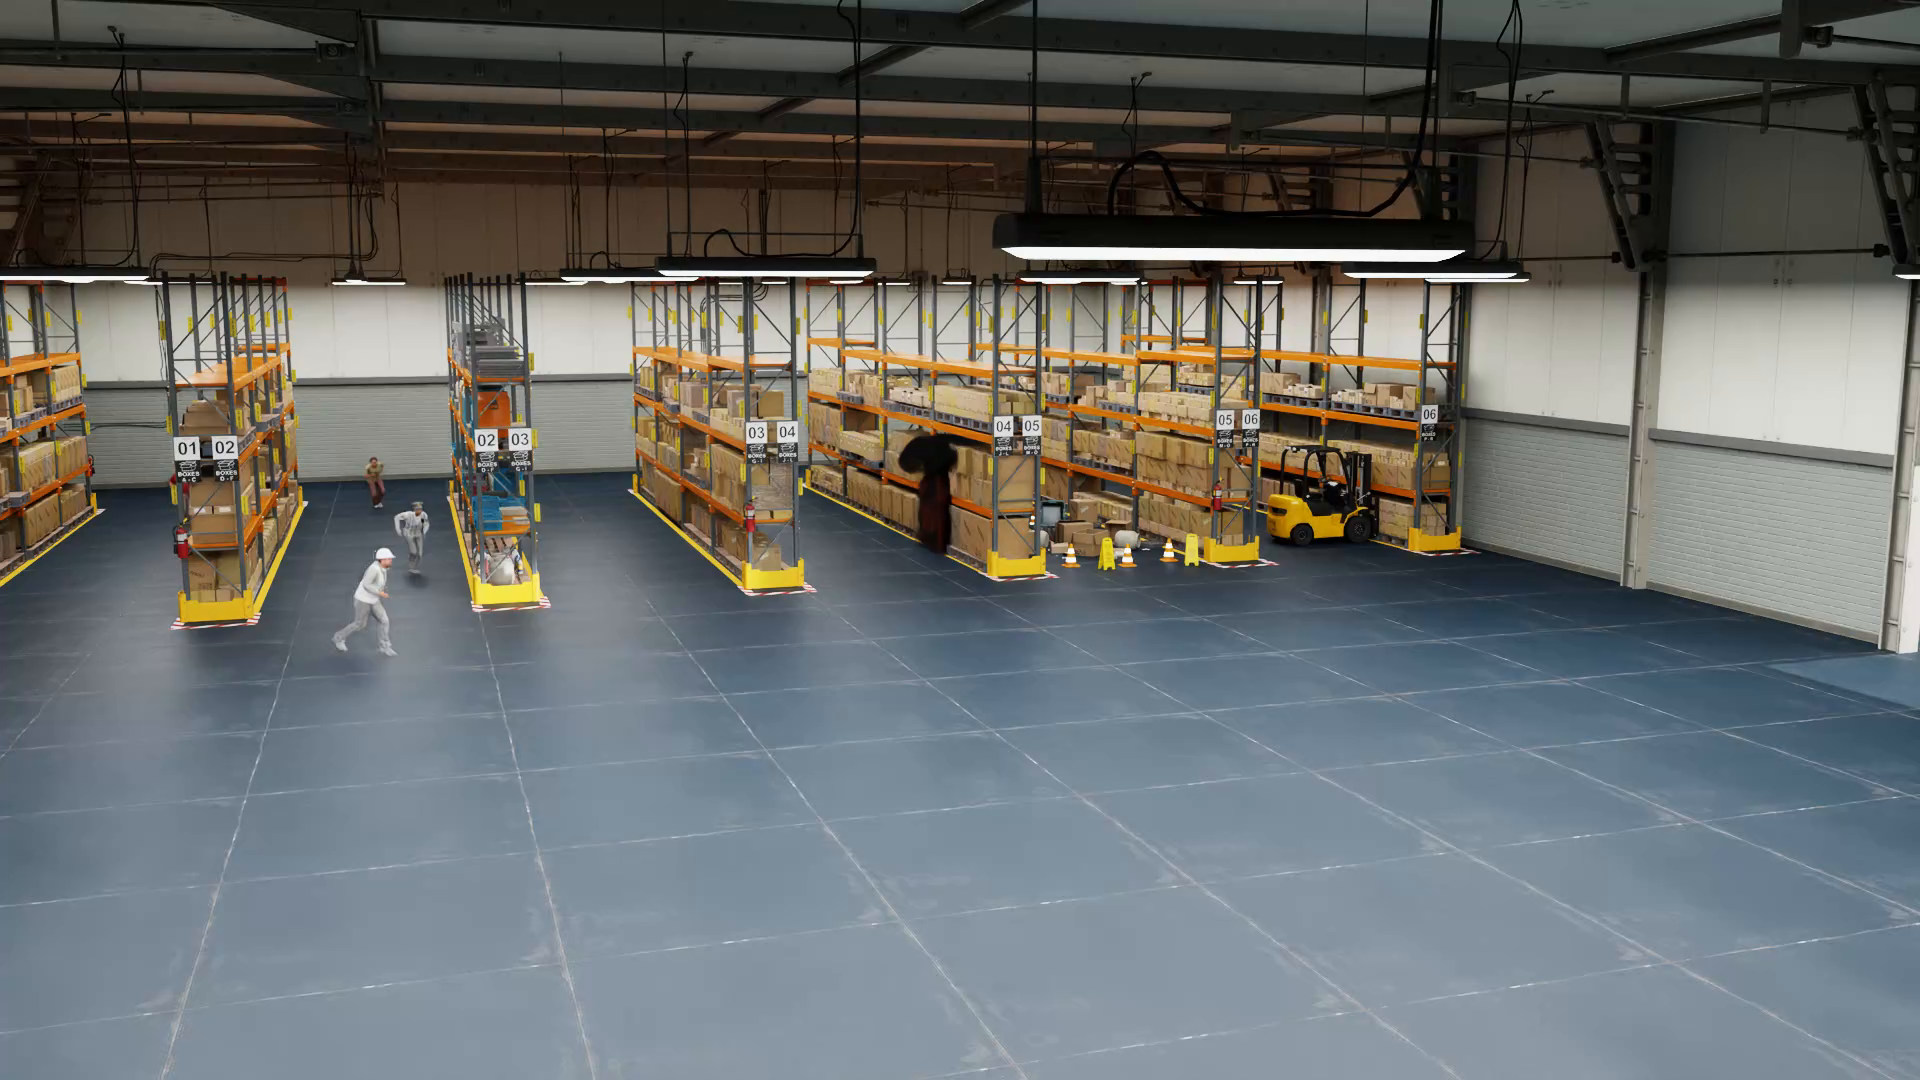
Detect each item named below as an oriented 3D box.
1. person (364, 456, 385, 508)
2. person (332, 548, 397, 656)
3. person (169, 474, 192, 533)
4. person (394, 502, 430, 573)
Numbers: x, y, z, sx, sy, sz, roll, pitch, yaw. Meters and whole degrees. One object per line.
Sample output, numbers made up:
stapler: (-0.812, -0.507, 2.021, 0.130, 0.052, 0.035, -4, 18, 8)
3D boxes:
person: (-15.261, -1.500, 43.370, 0.598, 1.411, 0.911, -6, 11, -35)
person: (-9.345, 0.988, 26.074, 1.044, 1.732, 0.693, 0, 9, -3)
person: (-18.097, -0.974, 38.849, 0.661, 1.700, 0.653, -4, 9, -22)
person: (-10.998, -0.036, 33.419, 0.653, 1.492, 0.786, -6, 10, -34)
